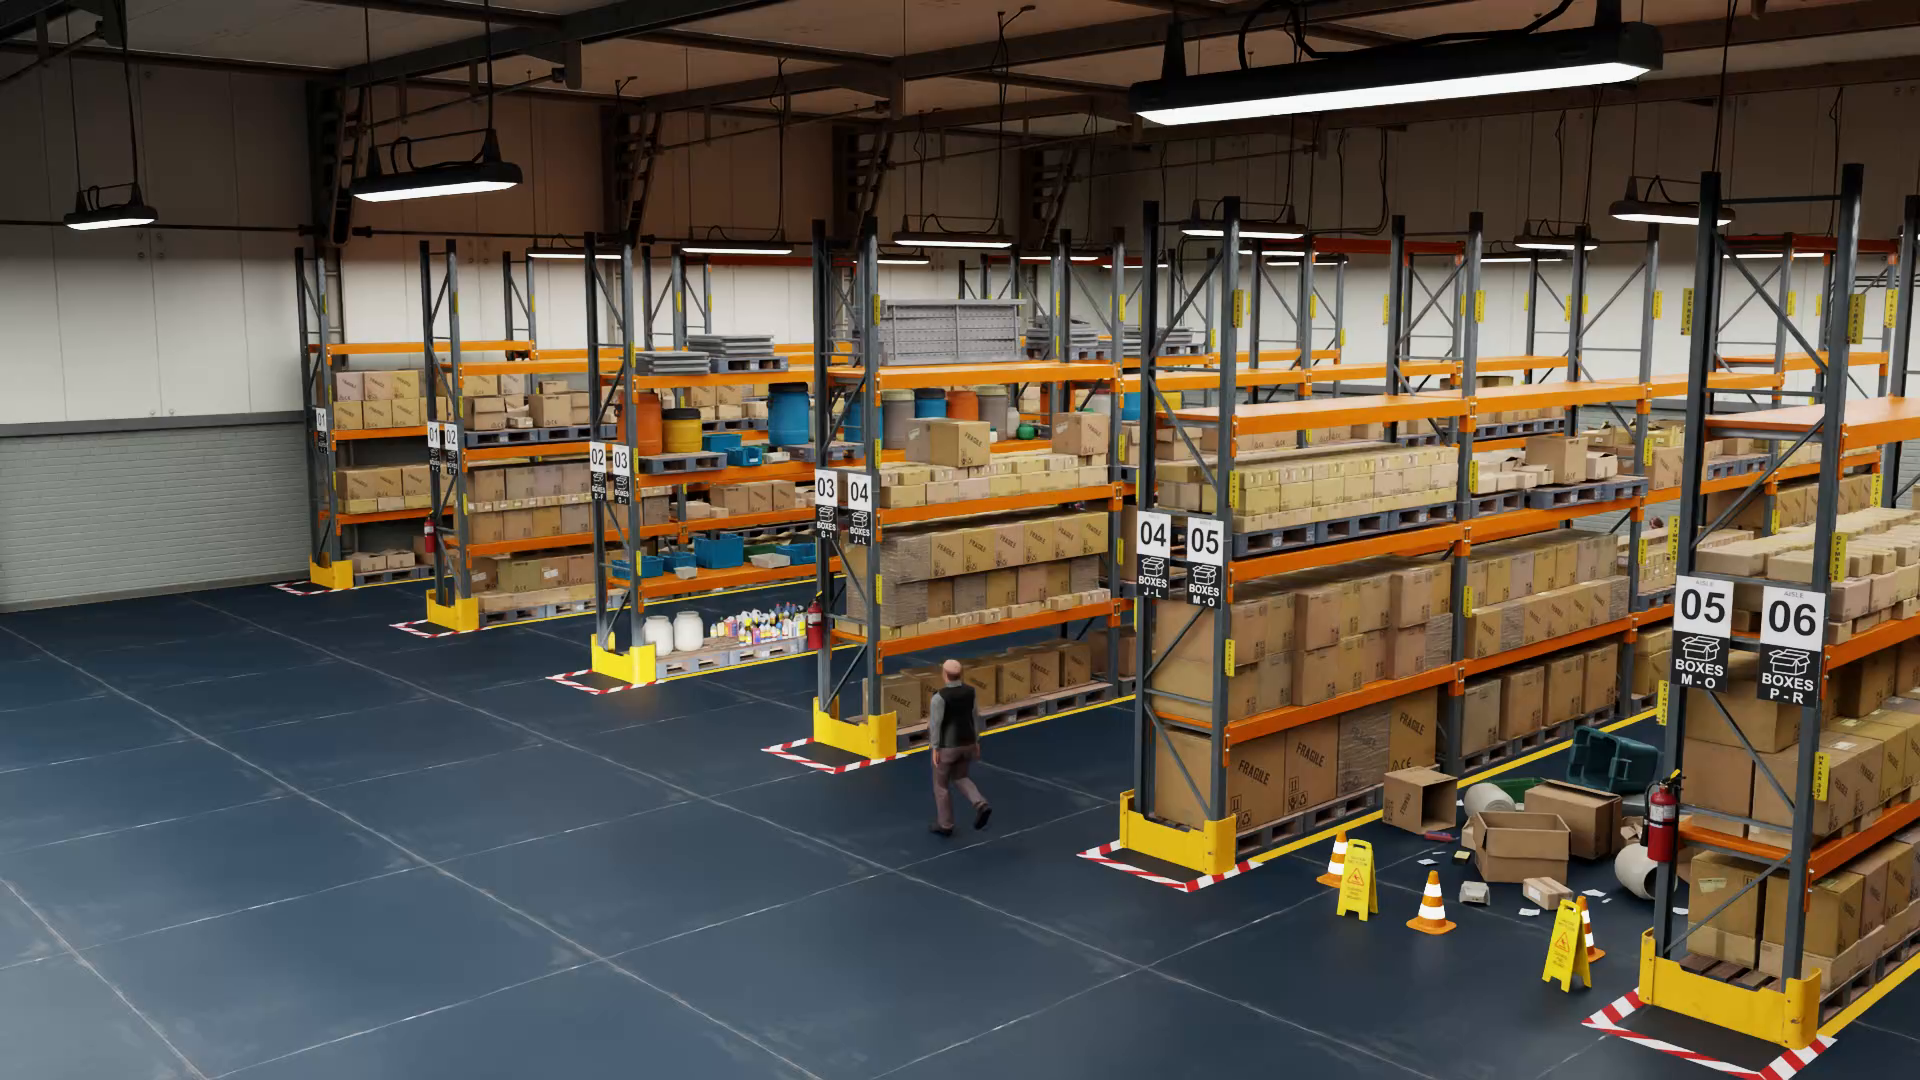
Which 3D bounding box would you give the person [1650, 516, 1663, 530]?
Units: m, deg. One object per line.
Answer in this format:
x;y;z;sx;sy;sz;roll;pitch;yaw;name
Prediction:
11.493;0.361;27.489;0.992;1.535;0.457;-7;11;-41;person

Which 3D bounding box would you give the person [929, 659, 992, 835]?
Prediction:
-0.048;1.988;15.907;0.539;1.711;0.633;-8;12;-43;person

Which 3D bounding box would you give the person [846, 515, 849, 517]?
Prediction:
-2.259;-0.588;33.582;0.434;1.673;0.517;-7;11;-39;person
